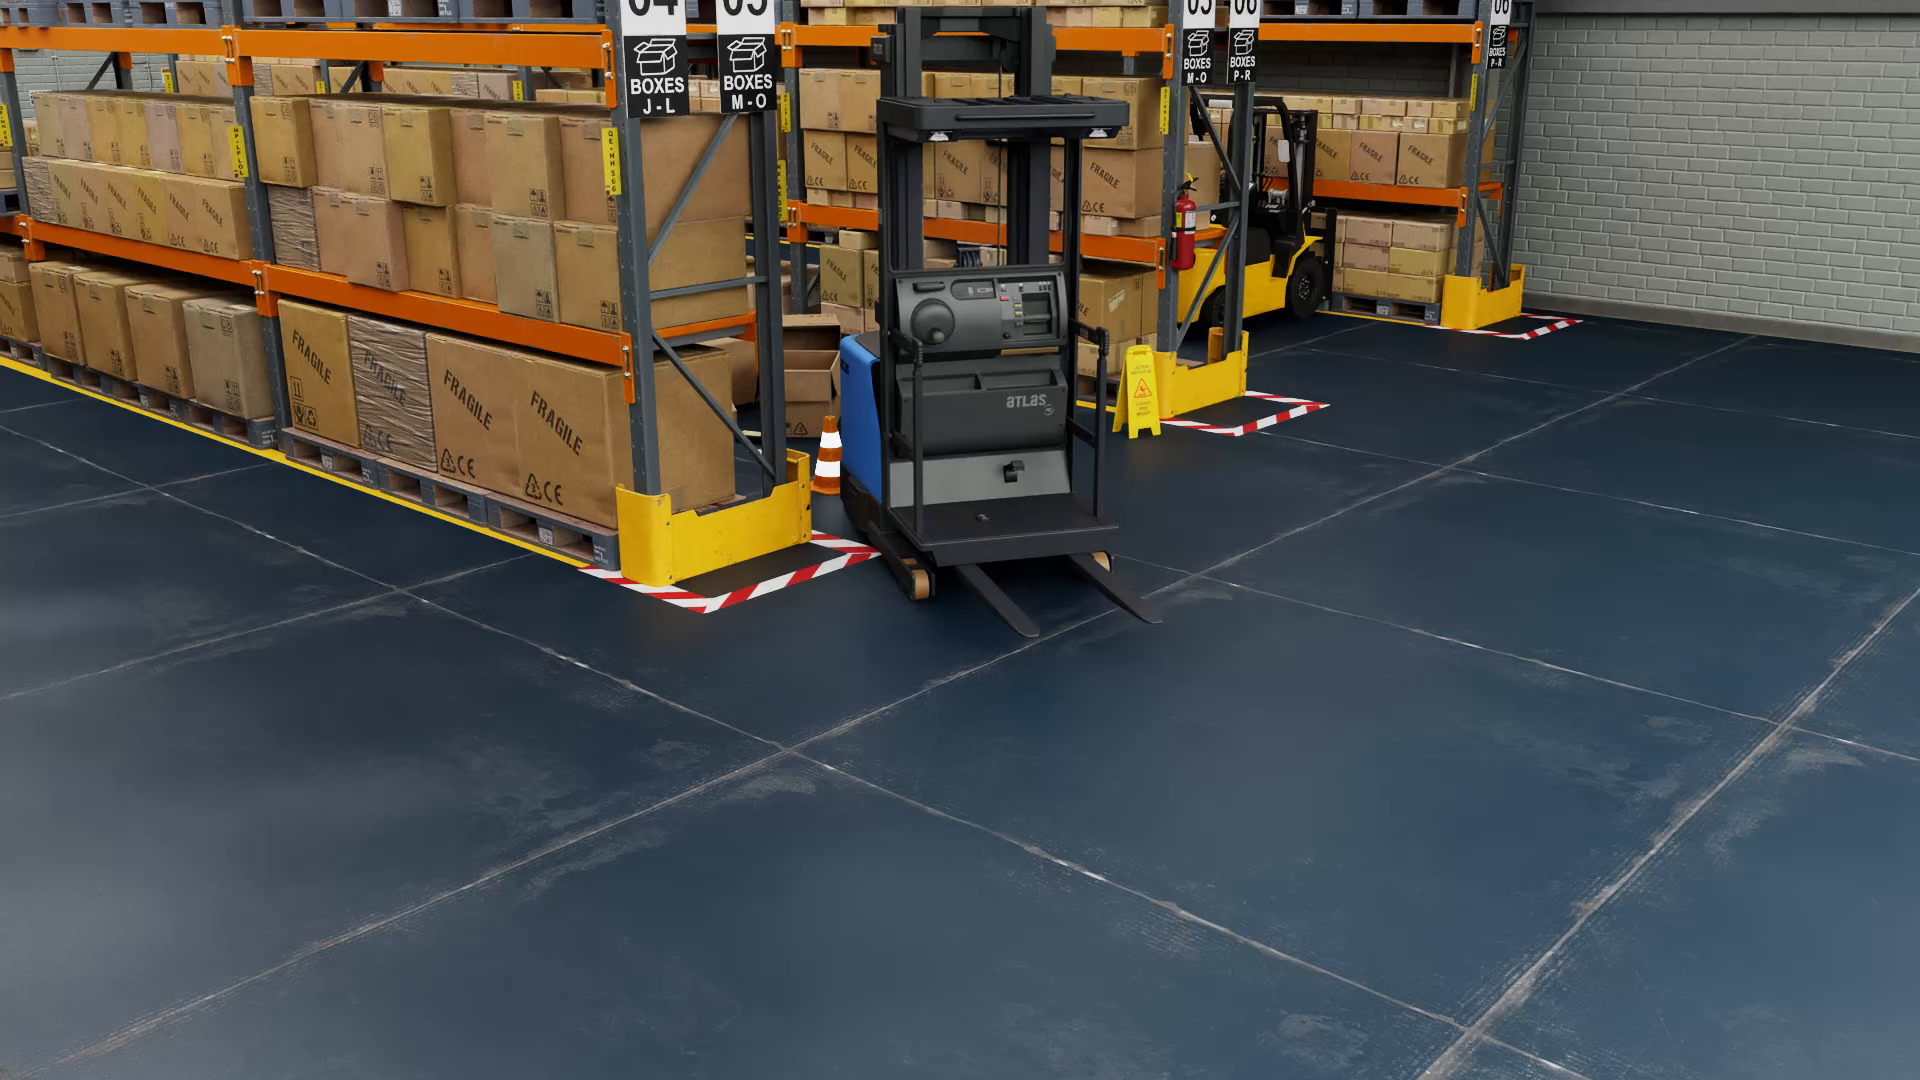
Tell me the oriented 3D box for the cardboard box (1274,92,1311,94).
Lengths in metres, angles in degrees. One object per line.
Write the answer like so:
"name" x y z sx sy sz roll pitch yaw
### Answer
"cardboard box" 3.521 -4.648 17.571 0.250 0.149 0.380 15 23 39

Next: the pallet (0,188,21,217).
"pallet" -7.952 -2.977 14.350 1.003 0.211 1.213 15 23 39

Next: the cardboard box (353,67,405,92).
"cardboard box" -6.593 -5.167 19.117 0.500 0.500 0.500 15 23 39

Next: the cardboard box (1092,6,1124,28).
"cardboard box" 1.185 -3.844 12.222 0.250 0.149 0.380 15 23 40

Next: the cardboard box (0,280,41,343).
"cardboard box" -8.014 -2.031 14.490 0.500 0.500 0.500 15 23 39

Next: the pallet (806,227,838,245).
"pallet" -1.380 -4.042 22.001 1.213 0.211 1.003 15 23 39

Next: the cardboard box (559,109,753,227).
"cardboard box" -1.617 -2.012 8.961 0.550 0.550 0.875 15 23 39

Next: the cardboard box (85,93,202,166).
"cardboard box" -6.255 -3.177 12.846 0.500 0.500 0.700 15 23 38

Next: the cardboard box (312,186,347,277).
"cardboard box" -3.646 -2.041 10.835 0.550 0.550 0.875 15 23 39

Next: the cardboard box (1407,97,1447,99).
"cardboard box" 4.648 -4.331 16.571 0.250 0.149 0.380 16 23 40

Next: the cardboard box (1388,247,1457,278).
"cardboard box" 4.566 -2.762 16.380 0.500 0.250 0.500 15 23 39

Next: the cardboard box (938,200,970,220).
"cardboard box" 0.034 -2.727 13.662 0.250 0.149 0.380 15 23 39

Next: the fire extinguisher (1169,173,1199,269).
"fire extinguisher" 1.625 -2.319 12.088 0.183 0.674 0.296 15 23 39

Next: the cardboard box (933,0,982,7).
"cardboard box" 0.138 -4.330 13.094 0.500 0.250 0.500 15 23 40

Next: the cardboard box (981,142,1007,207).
"cardboard box" 0.513 -2.922 13.203 0.500 0.500 0.500 15 23 39

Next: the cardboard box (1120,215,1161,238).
"cardboard box" 1.424 -2.390 12.599 0.250 0.149 0.380 16 24 41

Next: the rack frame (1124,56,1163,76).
"rack frame" 2.145 -4.410 18.549 0.127 3.000 1.000 15 23 39

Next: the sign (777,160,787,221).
"sign" -0.992 -1.918 9.133 0.005 0.325 0.100 15 23 39

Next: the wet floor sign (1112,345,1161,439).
"wet floor sign" 1.277 -1.081 11.950 0.267 0.644 0.232 -9 20 -27

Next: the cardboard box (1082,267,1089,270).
"cardboard box" 0.680 -1.936 13.365 0.500 0.500 0.500 16 24 41

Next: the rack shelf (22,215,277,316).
"rack shelf" -5.852 -2.205 12.789 4.000 0.370 1.077 15 23 39

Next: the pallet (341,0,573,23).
"pallet" -2.843 -3.122 9.678 1.213 0.211 1.003 15 23 39

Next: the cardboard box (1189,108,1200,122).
"cardboard box" 2.617 -4.546 17.739 0.250 0.149 0.380 15 23 39

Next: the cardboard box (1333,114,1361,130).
"cardboard box" 3.919 -4.176 16.573 0.250 0.149 0.380 14 22 38

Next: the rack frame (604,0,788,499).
"rack frame" -1.365 -1.343 8.884 0.127 3.000 1.000 15 23 39

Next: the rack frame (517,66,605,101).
"rack frame" -4.138 -4.089 17.538 0.127 3.000 1.000 15 23 39

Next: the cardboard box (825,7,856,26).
"cardboard box" -0.919 -4.412 14.013 0.250 0.149 0.380 15 23 39

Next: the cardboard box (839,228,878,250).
"cardboard box" -0.831 -2.624 14.461 0.250 0.149 0.380 15 23 40

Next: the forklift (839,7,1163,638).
"forklift" 0.182 -1.215 8.596 1.130 2.935 3.031 -5 18 -16

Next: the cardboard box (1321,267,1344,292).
"cardboard box" 3.842 -2.724 17.087 0.500 0.250 0.500 15 23 40

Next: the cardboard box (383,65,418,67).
"cardboard box" -6.629 -5.384 19.799 0.500 0.500 0.500 16 24 41

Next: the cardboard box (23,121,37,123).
"cardboard box" -8.550 -3.713 15.091 0.250 0.149 0.380 16 24 41

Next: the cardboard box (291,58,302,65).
"cardboard box" -7.877 -5.846 20.181 0.250 0.149 0.380 15 23 39

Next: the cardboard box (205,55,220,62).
"cardboard box" -9.470 -6.232 21.398 0.250 0.149 0.380 14 22 38

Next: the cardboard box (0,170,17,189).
"cardboard box" -8.022 -3.025 13.904 0.250 0.149 0.380 16 23 40

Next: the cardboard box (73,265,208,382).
"cardboard box" -6.297 -1.760 13.222 0.750 0.750 1.050 15 23 40

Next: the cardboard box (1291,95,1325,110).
"cardboard box" 3.578 -4.436 16.902 0.250 0.149 0.380 15 23 40

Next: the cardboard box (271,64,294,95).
"cardboard box" -8.040 -5.553 20.331 0.500 0.500 0.500 15 23 38

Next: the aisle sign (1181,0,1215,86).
"aisle sign" 1.699 -3.644 11.838 0.004 0.787 0.394 15 23 39

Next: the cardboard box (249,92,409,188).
"cardboard box" -4.103 -2.650 10.971 0.550 0.550 0.875 15 23 39

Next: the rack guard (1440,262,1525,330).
"rack guard" 5.155 -2.411 16.381 0.348 0.500 1.175 15 23 39

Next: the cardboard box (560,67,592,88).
"cardboard box" -5.547 -6.794 24.577 0.500 0.500 0.500 16 23 41

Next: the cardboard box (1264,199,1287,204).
"cardboard box" 3.400 -3.518 17.937 0.500 0.250 0.500 15 23 40

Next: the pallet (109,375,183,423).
"pallet" -5.900 -1.200 13.043 1.213 0.211 1.003 15 23 39

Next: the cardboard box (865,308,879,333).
"cardboard box" -0.478 -1.892 14.465 0.500 0.250 0.500 17 24 42

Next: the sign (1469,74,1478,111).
"sign" 4.767 -4.152 15.429 0.005 0.325 0.100 15 23 39

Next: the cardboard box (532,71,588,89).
"cardboard box" -4.345 -4.768 17.858 0.500 0.500 0.500 14 22 37

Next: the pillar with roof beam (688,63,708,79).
"pillar with roof beam" -6.618 -8.245 20.717 0.400 9.000 9.100 15 23 39

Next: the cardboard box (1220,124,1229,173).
"cardboard box" 3.084 -4.107 17.429 0.500 0.500 0.500 15 23 39

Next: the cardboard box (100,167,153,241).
"cardboard box" -6.062 -2.542 12.498 0.500 0.500 0.500 15 23 39

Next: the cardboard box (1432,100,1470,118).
"cardboard box" 4.729 -4.130 15.936 0.250 0.149 0.380 15 23 39

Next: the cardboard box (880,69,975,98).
"cardboard box" -0.236 -3.600 13.688 0.500 0.500 0.700 14 23 38

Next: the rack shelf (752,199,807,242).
"rack shelf" -2.642 -3.345 16.382 4.000 0.370 1.077 15 23 39

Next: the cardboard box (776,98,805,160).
"cardboard box" -1.644 -3.717 15.013 0.500 0.500 0.500 15 23 38

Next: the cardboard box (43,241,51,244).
"cardboard box" -8.083 -2.610 15.076 0.500 0.250 0.500 15 23 39
